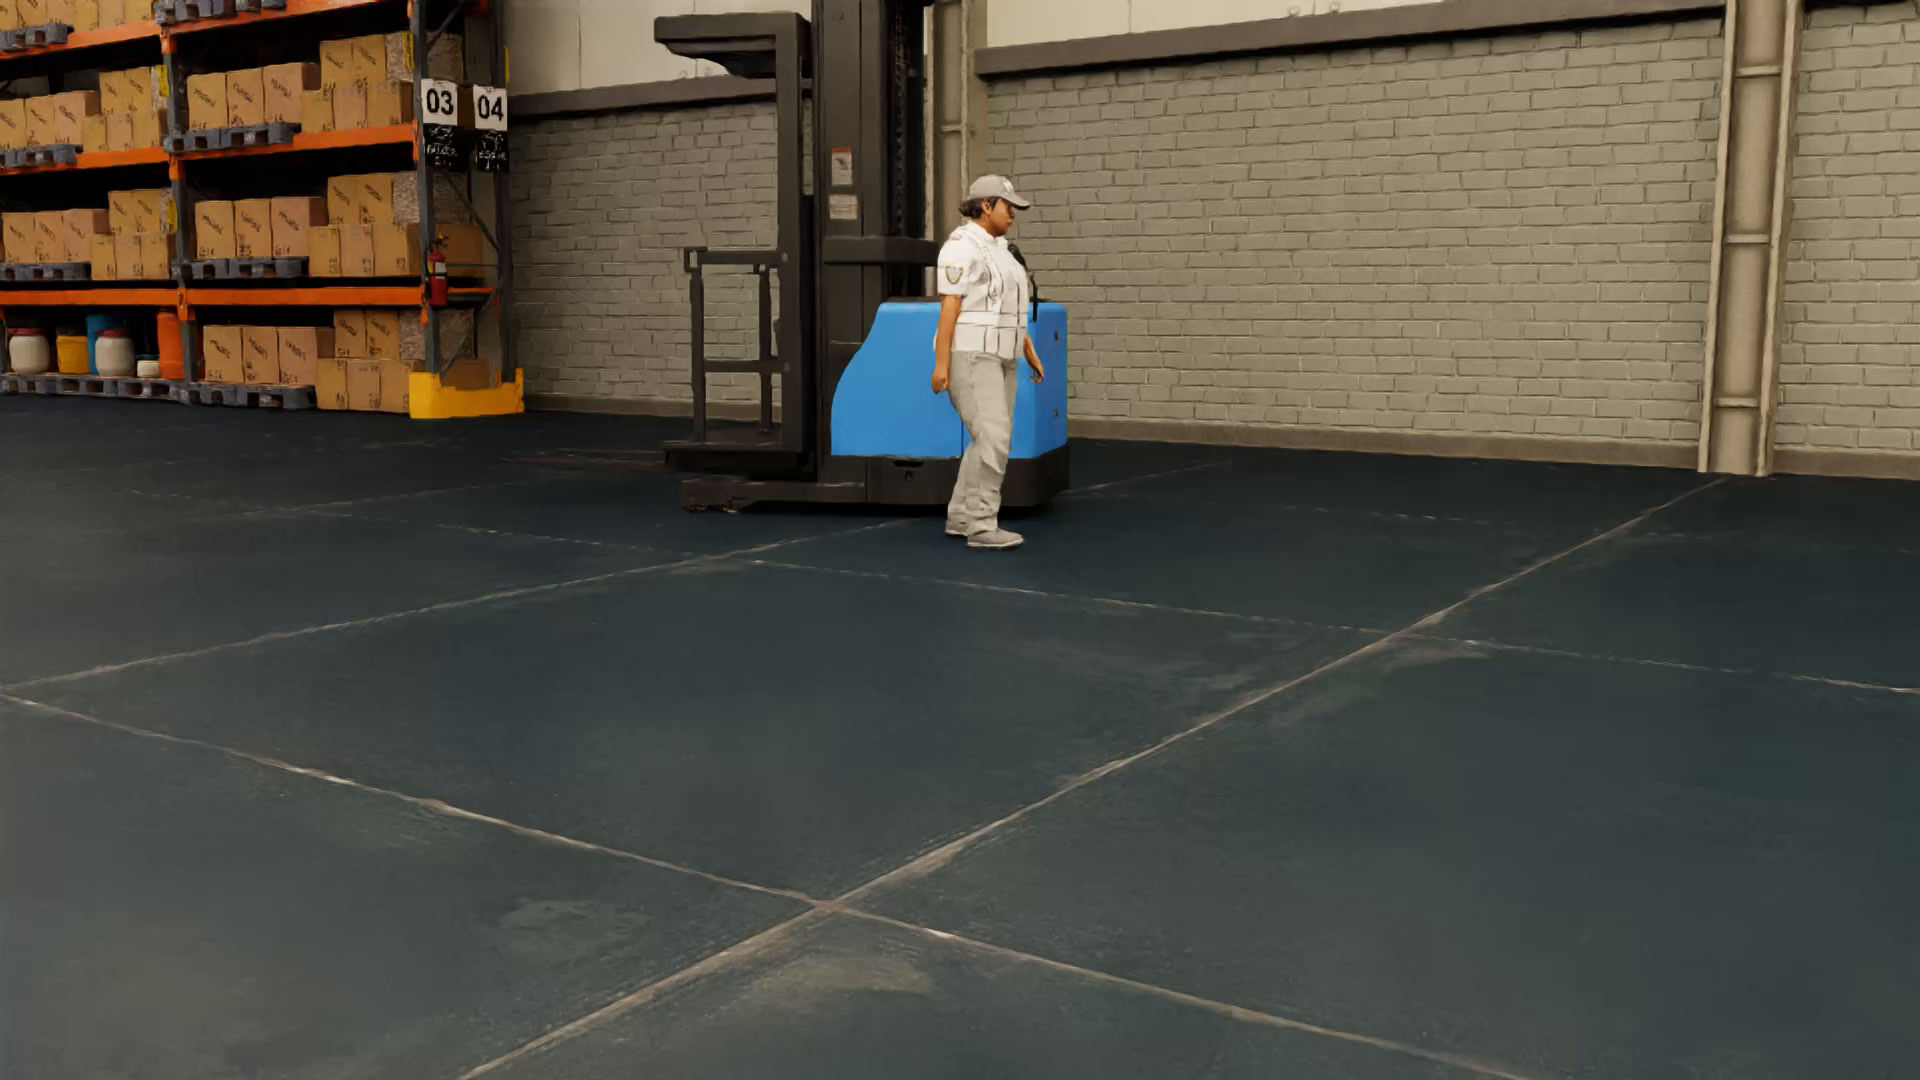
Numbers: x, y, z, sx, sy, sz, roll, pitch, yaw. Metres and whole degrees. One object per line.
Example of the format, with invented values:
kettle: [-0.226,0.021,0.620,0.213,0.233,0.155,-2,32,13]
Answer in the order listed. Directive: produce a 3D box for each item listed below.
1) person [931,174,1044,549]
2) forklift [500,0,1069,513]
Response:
person: [0.119,-0.796,7.422,0.526,1.640,0.610,4,9,27]
forklift: [-0.975,-1.665,8.900,3.031,2.935,1.130,2,8,14]
